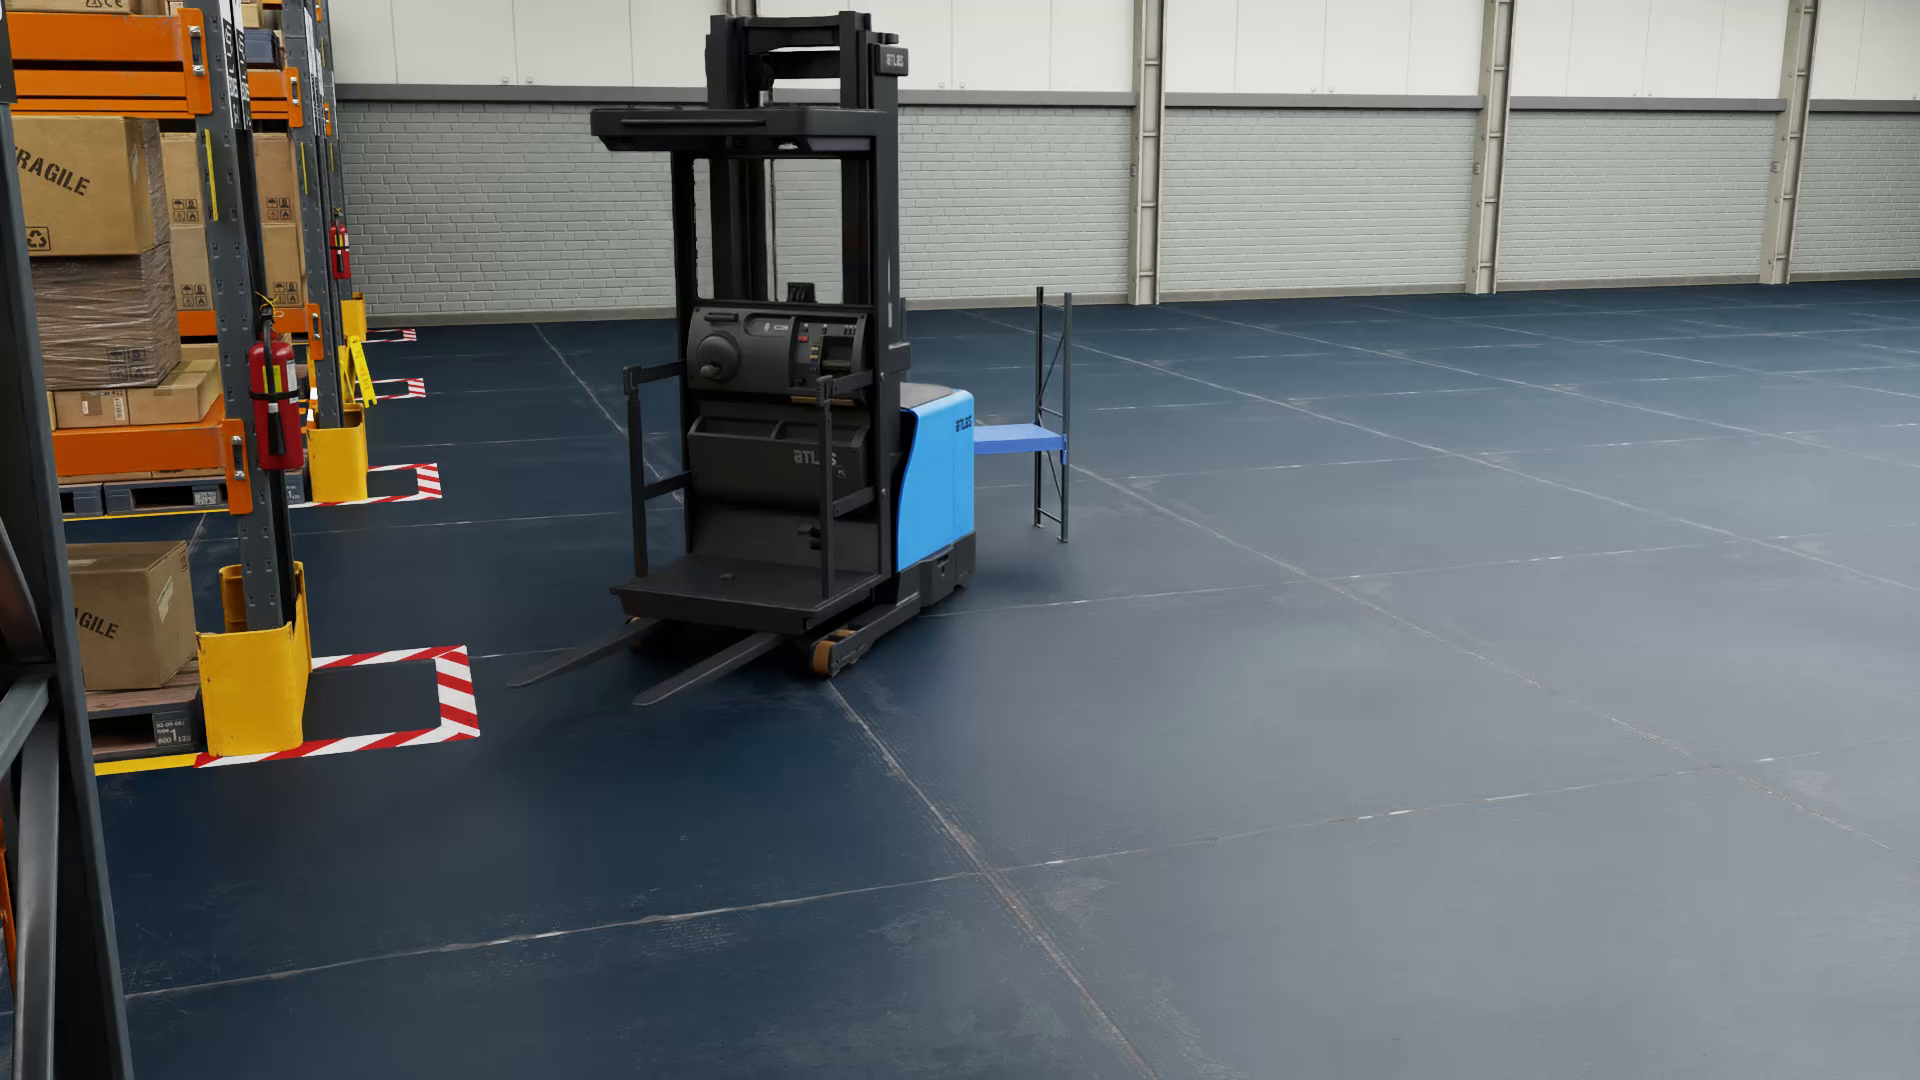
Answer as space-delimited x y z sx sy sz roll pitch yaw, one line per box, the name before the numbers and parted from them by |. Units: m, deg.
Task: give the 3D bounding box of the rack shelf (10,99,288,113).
rack shelf | -7.962 -3.881 15.047 4.000 0.370 1.077 -4 14 -18

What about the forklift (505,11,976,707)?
forklift | -0.948 -0.916 7.662 1.130 2.935 3.031 6 14 22

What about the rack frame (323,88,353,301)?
rack frame | -7.653 -4.007 20.507 0.127 3.000 1.000 -4 14 -18

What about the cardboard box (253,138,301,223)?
cardboard box | -4.756 -2.420 11.177 0.550 0.550 0.875 -4 14 -18

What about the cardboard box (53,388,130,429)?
cardboard box | -3.347 -0.539 6.468 0.250 0.149 0.380 -4 14 -18

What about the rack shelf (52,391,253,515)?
rack shelf | -4.801 -0.248 6.257 4.000 0.370 1.077 -4 14 -18

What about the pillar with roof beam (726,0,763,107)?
pillar with roof beam | -1.541 -6.571 18.320 0.400 9.000 9.100 -4 14 -18

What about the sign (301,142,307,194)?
sign | -4.232 -2.399 10.733 0.005 0.325 0.100 -4 14 -18

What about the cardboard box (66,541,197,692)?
cardboard box | -3.503 0.309 6.857 0.500 0.500 0.500 -2 14 -8

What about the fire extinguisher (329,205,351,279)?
fire extinguisher | -5.811 -2.789 15.551 0.183 0.674 0.296 -4 14 -18

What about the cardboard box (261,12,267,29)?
cardboard box | -4.819 -3.476 11.210 0.250 0.149 0.380 -4 14 -18

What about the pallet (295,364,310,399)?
pallet | -6.920 -1.504 16.011 1.213 0.211 1.003 -4 14 -18

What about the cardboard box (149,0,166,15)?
cardboard box | -3.445 -2.153 6.553 0.500 0.250 0.500 -4 14 -16

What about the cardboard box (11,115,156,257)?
cardboard box | -3.348 -1.330 6.234 0.500 0.500 0.500 -4 14 -18

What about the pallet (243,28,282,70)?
pallet | -5.092 -3.200 10.822 1.213 0.211 1.003 -4 14 -18

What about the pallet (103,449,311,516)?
pallet | -5.125 -0.408 11.401 1.213 0.211 1.003 -4 14 -18

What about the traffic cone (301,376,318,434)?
traffic cone | -5.386 -1.152 13.984 0.334 0.463 0.336 -4 14 -18

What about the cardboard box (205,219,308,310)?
cardboard box | -4.729 -1.876 11.225 0.550 0.550 0.875 -4 14 -18

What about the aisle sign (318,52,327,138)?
aisle sign | -6.107 -4.256 15.936 0.004 0.787 0.394 -4 14 -18

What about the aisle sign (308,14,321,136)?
aisle sign | -4.420 -3.176 11.397 0.004 0.787 0.394 -4 14 -18

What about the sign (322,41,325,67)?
sign | -7.493 -5.739 19.562 0.005 0.325 0.100 -4 14 -18

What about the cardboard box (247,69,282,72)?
cardboard box | -6.465 -4.353 15.160 0.500 0.250 0.500 -5 14 -19

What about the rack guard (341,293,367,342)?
rack guard | -7.630 -2.793 20.804 0.348 0.500 1.175 -4 14 -18

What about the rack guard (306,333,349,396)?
rack guard | -6.138 -1.697 16.197 0.348 0.500 1.175 -4 14 -18

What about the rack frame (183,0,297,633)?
rack frame | -2.906 -0.745 6.794 0.127 3.000 1.000 -4 14 -18

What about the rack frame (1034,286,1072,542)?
rack frame | 0.563 -0.773 10.153 0.032 1.500 0.500 -4 14 -18

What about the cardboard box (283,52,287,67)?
cardboard box | -7.995 -5.682 19.726 0.500 0.500 0.500 -4 14 -16

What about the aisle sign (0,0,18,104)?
aisle sign | -1.351 -0.993 2.219 0.004 0.787 0.394 -4 14 -18

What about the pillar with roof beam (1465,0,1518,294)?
pillar with roof beam | 9.833 -7.456 22.044 0.400 9.000 9.100 -4 14 -18

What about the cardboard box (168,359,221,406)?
cardboard box | -3.252 -0.654 6.955 0.250 0.149 0.380 -4 14 -18

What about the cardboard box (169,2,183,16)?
cardboard box | -4.838 -3.313 10.528 0.250 0.149 0.380 -4 14 -18

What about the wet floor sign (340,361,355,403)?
wet floor sign | -4.996 -1.132 13.506 0.232 0.644 0.267 -7 15 -28

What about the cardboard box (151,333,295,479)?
cardboard box | -5.014 -0.947 11.325 0.875 0.875 0.875 -4 14 -18

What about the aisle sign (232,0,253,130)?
aisle sign | -2.943 -2.080 6.789 0.004 0.787 0.394 -4 14 -18

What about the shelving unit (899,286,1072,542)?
shelving unit | 0.081 -0.736 9.996 1.048 1.500 0.538 -4 14 -18

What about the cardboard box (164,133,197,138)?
cardboard box | -6.963 -3.477 15.260 0.500 0.500 0.700 -4 14 -18

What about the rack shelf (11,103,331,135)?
rack shelf | -9.549 -4.969 19.623 4.000 0.370 1.077 -4 14 -18

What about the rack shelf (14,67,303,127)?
rack shelf | -6.287 -2.802 10.515 4.000 0.370 1.077 -4 14 -18

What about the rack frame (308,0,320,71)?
rack frame | -6.066 -5.837 15.238 0.127 3.000 1.000 -4 14 -18

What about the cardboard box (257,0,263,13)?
cardboard box | -4.931 -3.645 11.062 0.500 0.250 0.500 -4 14 -18

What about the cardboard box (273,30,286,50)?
cardboard box | -6.293 -4.554 15.144 0.250 0.149 0.380 -4 14 -18

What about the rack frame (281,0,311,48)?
rack frame | -4.392 -4.759 10.705 0.127 3.000 1.000 -4 14 -18
